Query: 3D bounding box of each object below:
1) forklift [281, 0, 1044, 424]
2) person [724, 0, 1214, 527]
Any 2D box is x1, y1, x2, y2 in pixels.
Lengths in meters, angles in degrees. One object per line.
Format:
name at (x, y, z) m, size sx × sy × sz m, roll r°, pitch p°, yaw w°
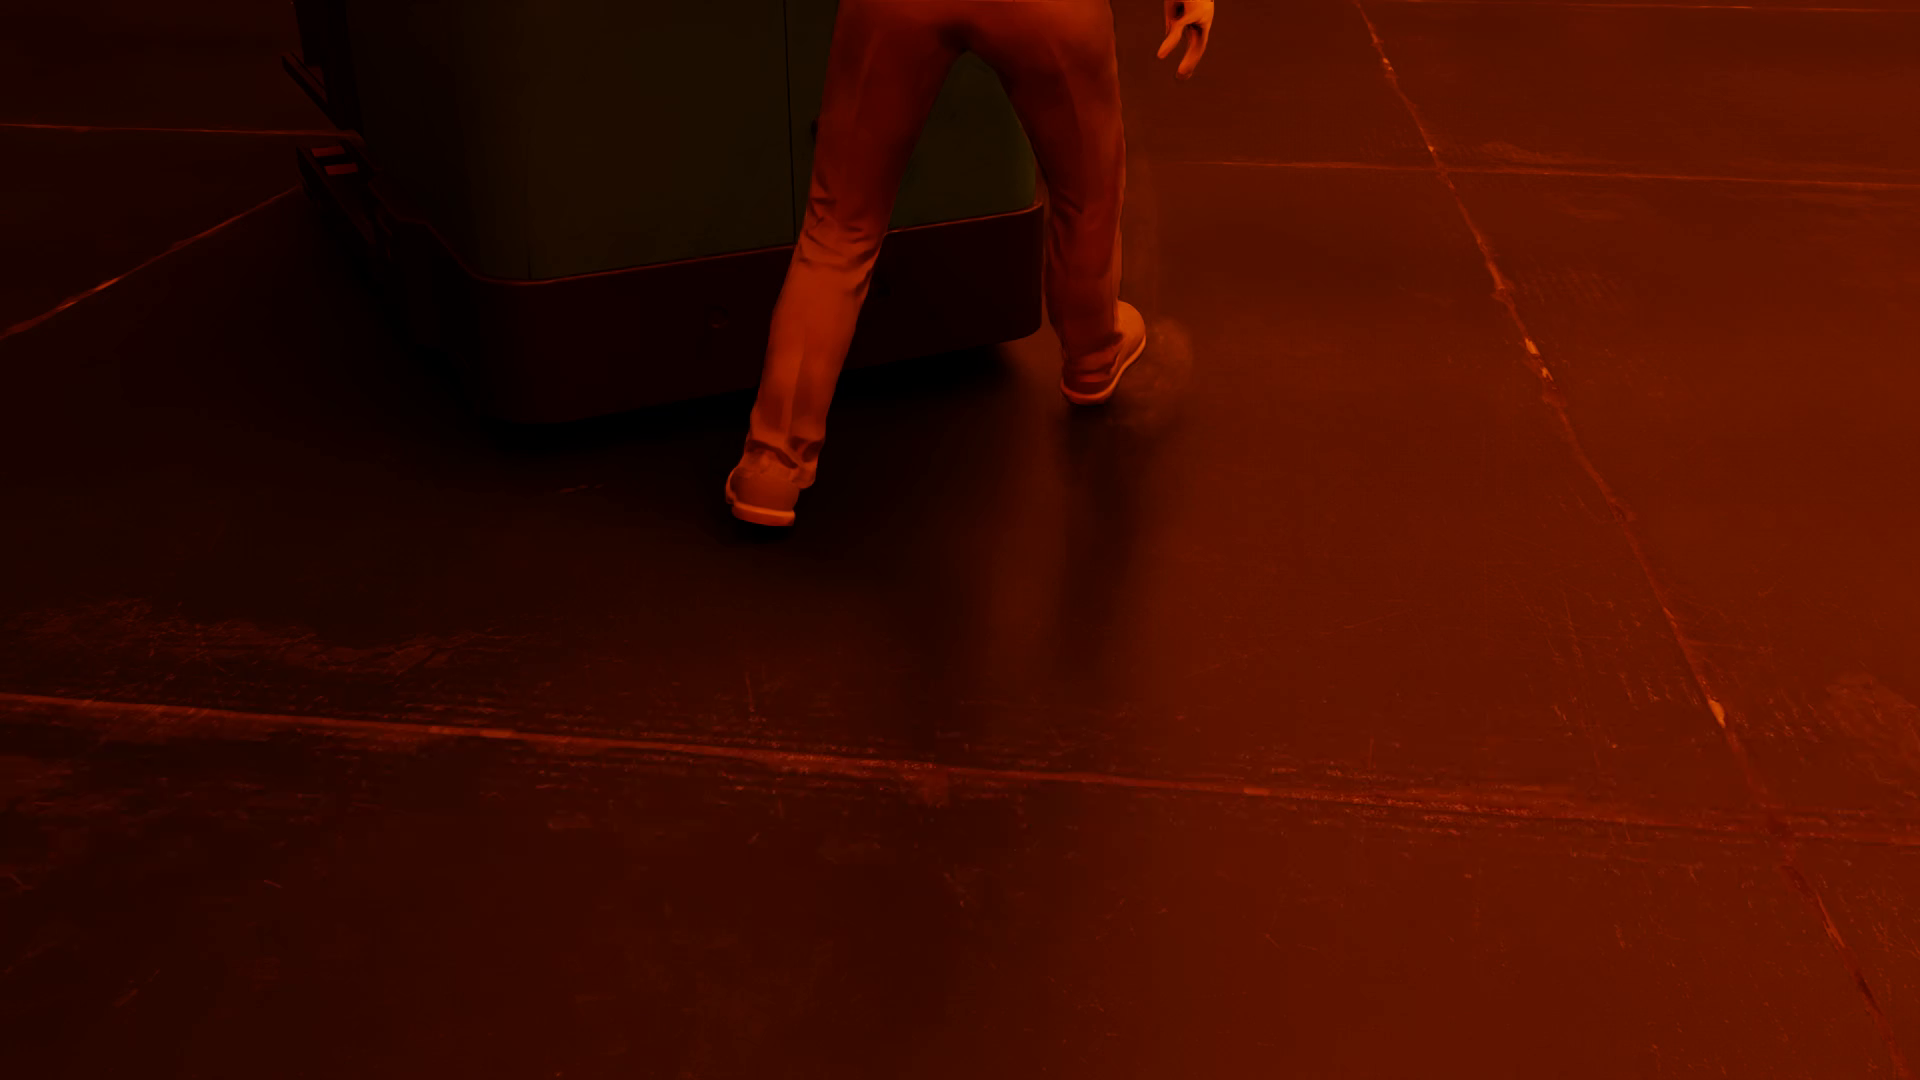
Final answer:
forklift at (-0.982, -2.125, 3.477) m, size 1.130 × 2.935 × 3.031 m, roll -13°, pitch 29°, yaw -25°
person at (0.037, -0.847, 2.482) m, size 0.721 × 1.611 × 0.874 m, roll 6°, pitch 27°, yaw 13°
